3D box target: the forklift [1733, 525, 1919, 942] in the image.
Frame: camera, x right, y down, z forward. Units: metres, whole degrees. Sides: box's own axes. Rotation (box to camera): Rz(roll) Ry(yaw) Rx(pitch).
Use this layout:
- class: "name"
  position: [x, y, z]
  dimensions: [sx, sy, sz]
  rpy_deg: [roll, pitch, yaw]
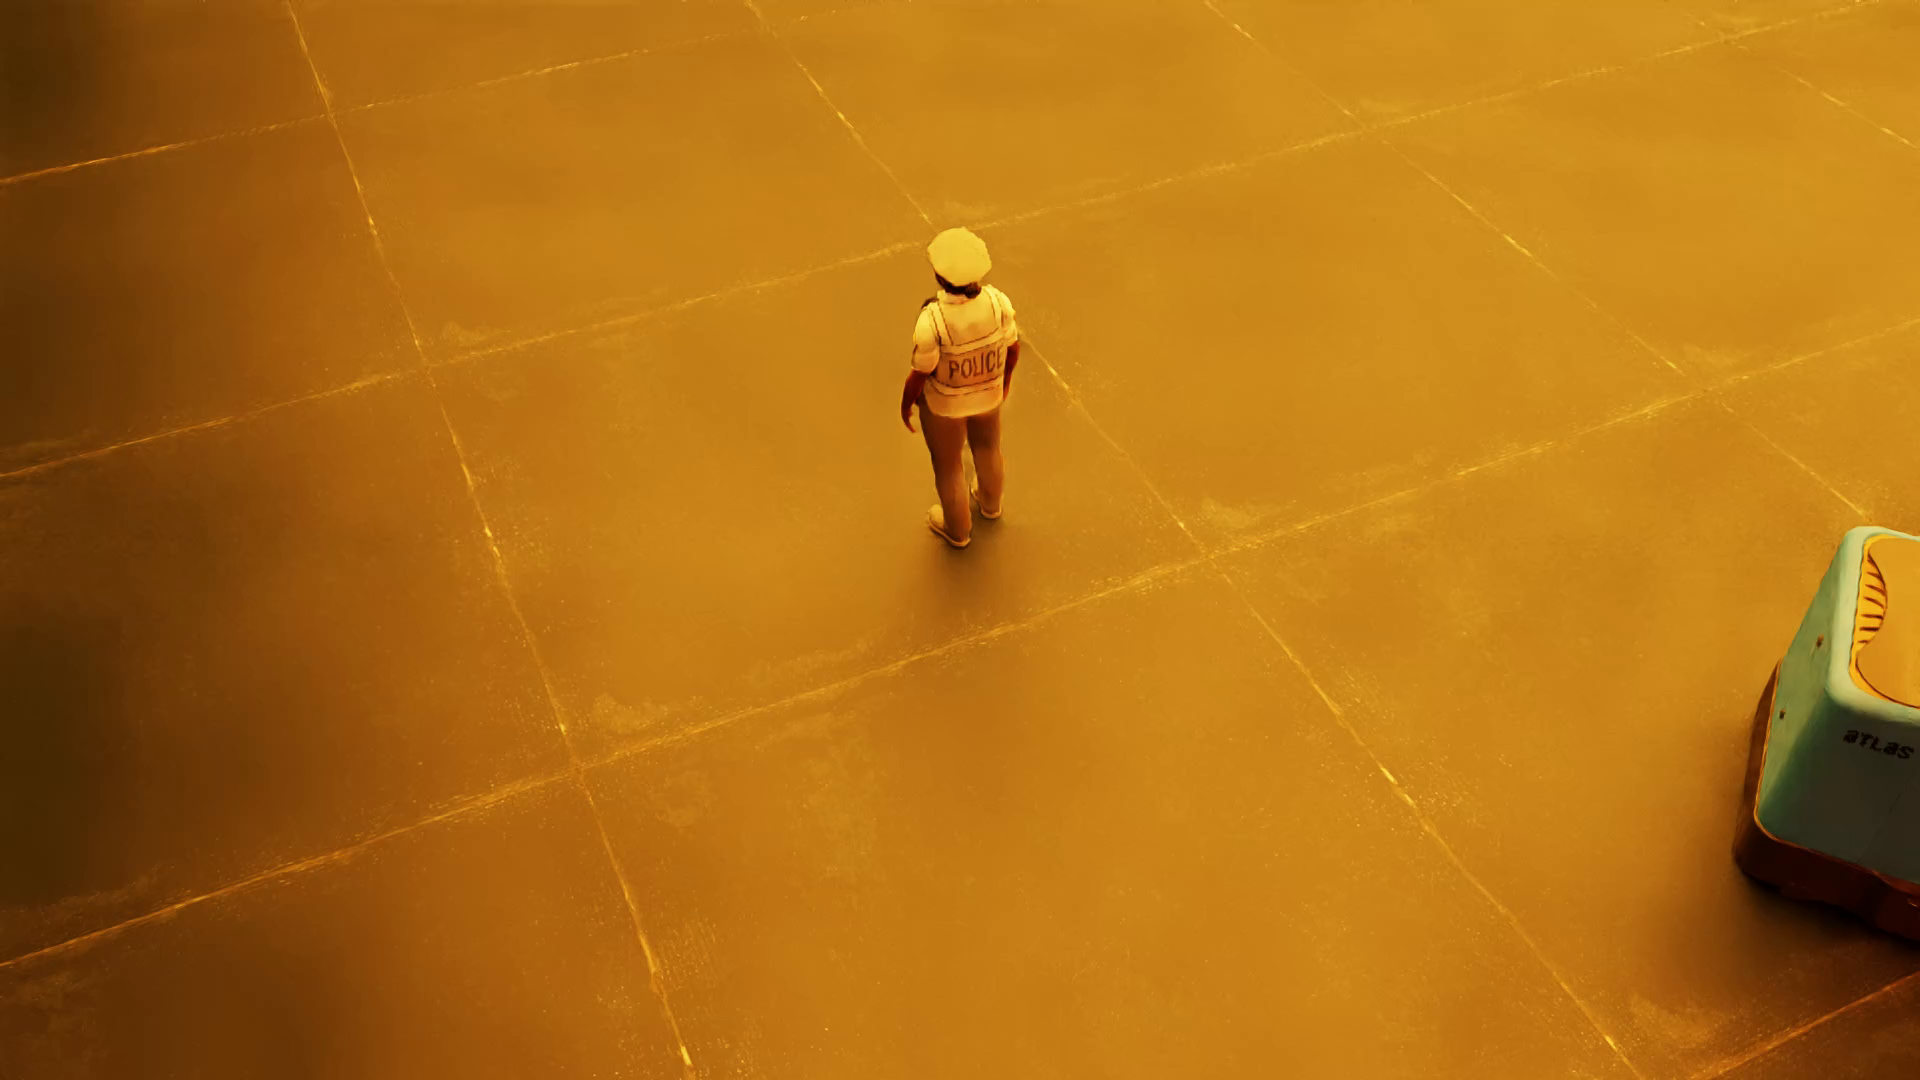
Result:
- class: "forklift"
  position: [4.543, 0.368, 5.286]
  dimensions: [3.031, 2.935, 1.130]
  rpy_deg: [18, 46, 18]

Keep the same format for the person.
- class: "person"
  position: [-0.014, -0.677, 7.301]
  dimensions: [0.570, 1.695, 0.529]
  rpy_deg: [-18, 46, -18]
